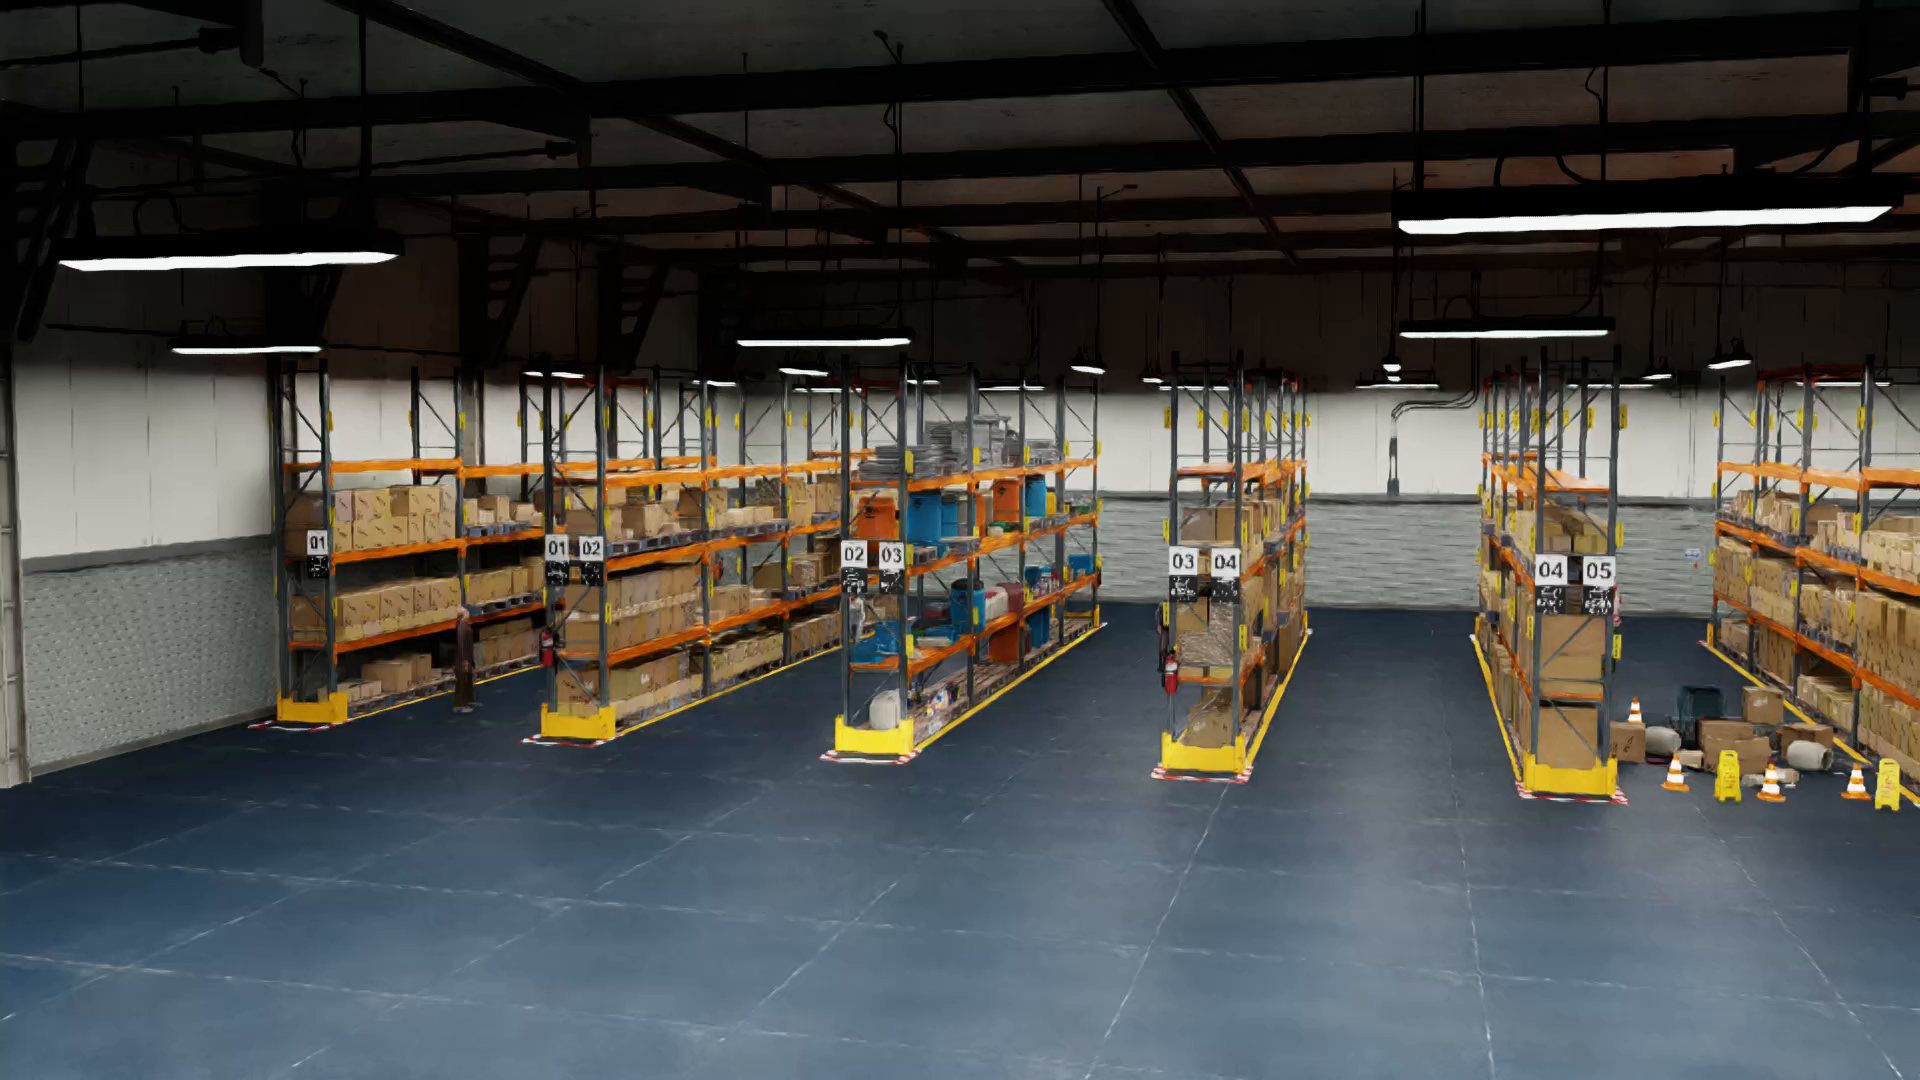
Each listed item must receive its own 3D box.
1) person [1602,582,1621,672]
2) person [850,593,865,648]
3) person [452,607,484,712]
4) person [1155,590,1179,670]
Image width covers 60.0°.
[{"bbox_3d":[12.899,1.709,33.155,0.494,1.786,0.606,4,6,44],"label":"person"},{"bbox_3d":[-2.215,1.728,34.761,0.419,1.514,1.032,1,4,13],"label":"person"},{"bbox_3d":[-8.469,2.044,28.578,0.518,1.781,0.624,-1,4,-13],"label":"person"},{"bbox_3d":[4.217,1.792,33.127,0.677,1.674,0.534,1,4,13],"label":"person"}]
